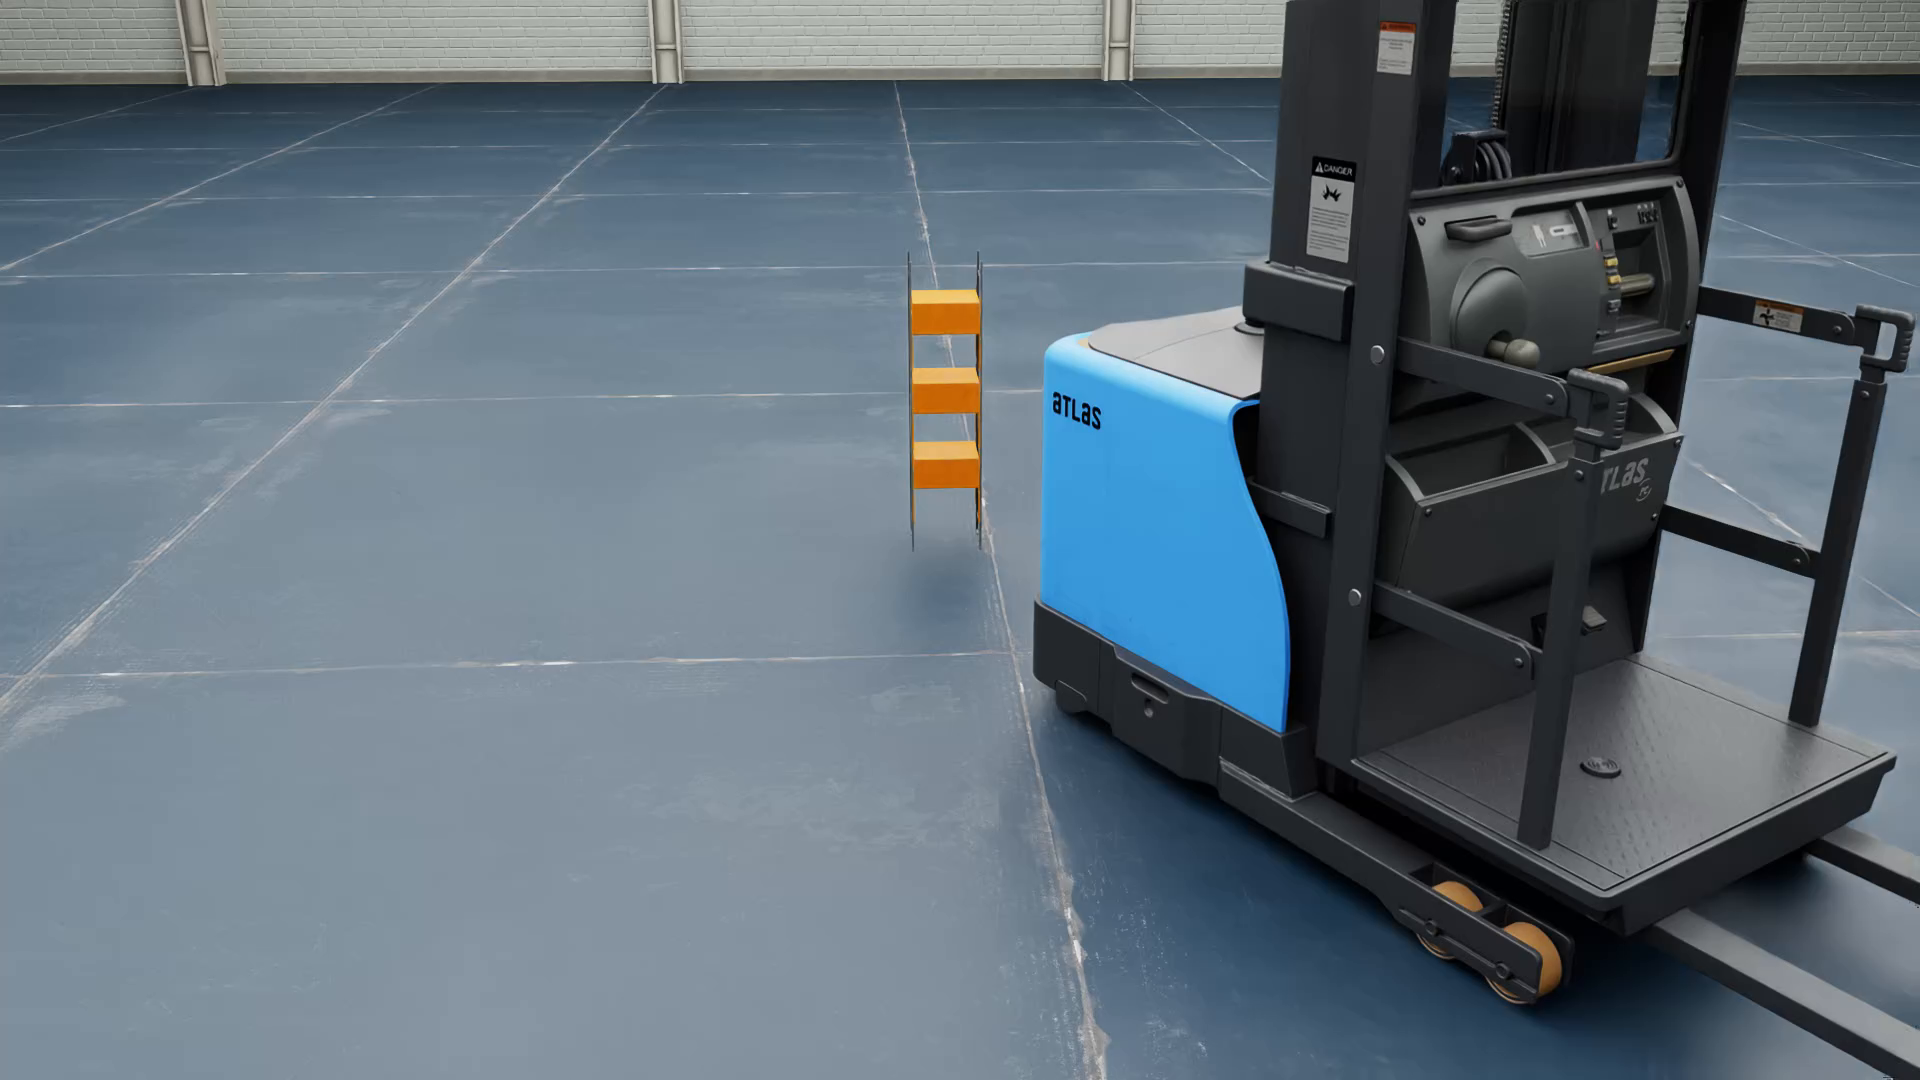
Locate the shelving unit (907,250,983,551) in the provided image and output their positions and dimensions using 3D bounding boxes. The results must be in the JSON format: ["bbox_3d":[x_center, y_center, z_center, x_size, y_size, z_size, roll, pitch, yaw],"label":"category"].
[{"bbox_3d":[-0.053,-0.490,5.931,0.252,1.050,0.215,-1,21,-3],"label":"shelving unit"}]

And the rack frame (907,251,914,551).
[{"bbox_3d":[-0.175,-0.487,5.925,0.008,1.050,0.200,-1,21,-3],"label":"rack frame"}]

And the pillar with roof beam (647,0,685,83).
[{"bbox_3d":[-3.627,-8.769,16.507,0.400,9.000,9.100,-1,21,-3],"label":"pillar with roof beam"}]

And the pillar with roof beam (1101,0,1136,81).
[{"bbox_3d":[2.363,-8.891,16.827,0.400,9.000,9.100,-1,21,-3],"label":"pillar with roof beam"}]

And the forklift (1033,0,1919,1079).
[{"bbox_3d":[1.452,-0.579,3.521,1.130,2.935,3.031,-13,25,-31],"label":"forklift"}]

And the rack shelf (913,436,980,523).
[{"bbox_3d":[-0.053,-0.220,6.034,0.240,0.259,0.215,-1,21,-3],"label":"rack shelf"}]

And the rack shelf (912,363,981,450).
[{"bbox_3d":[-0.053,-0.480,5.935,0.240,0.259,0.215,-1,21,-3],"label":"rack shelf"}]

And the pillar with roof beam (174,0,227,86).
[{"bbox_3d":[-9.618,-8.648,16.187,0.400,9.000,9.100,-1,21,-3],"label":"pillar with roof beam"}]

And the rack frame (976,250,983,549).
[{"bbox_3d":[0.068,-0.492,5.938,0.008,1.050,0.200,-1,21,-3],"label":"rack frame"}]

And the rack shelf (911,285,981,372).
[{"bbox_3d":[-0.053,-0.745,5.834,0.240,0.259,0.215,-1,21,-3],"label":"rack shelf"}]
